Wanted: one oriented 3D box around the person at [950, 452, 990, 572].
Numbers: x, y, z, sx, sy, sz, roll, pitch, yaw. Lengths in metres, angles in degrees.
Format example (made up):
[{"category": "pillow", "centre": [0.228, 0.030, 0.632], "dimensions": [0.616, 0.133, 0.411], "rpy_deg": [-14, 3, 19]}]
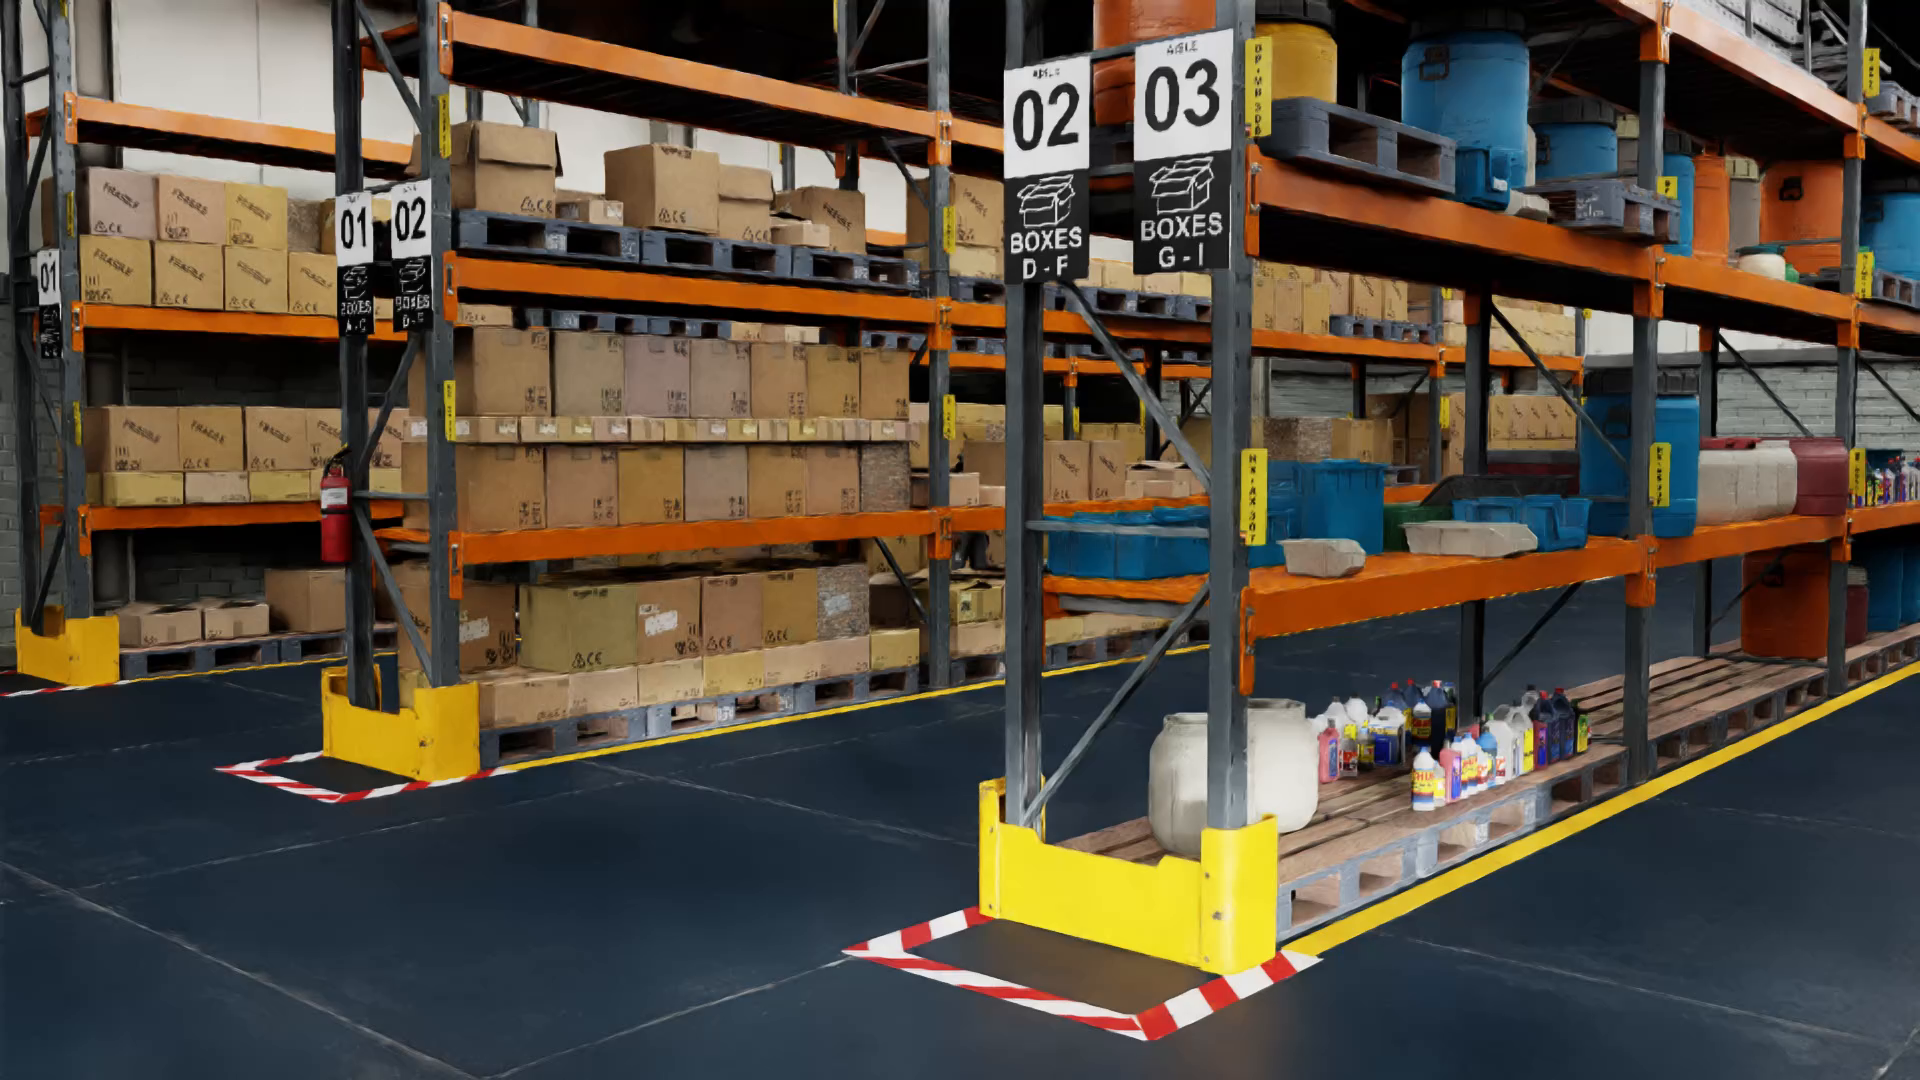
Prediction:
[{"category": "person", "centre": [0.115, -0.087, 16.925], "dimensions": [0.440, 1.681, 0.527], "rpy_deg": [3, 5, 44]}]
